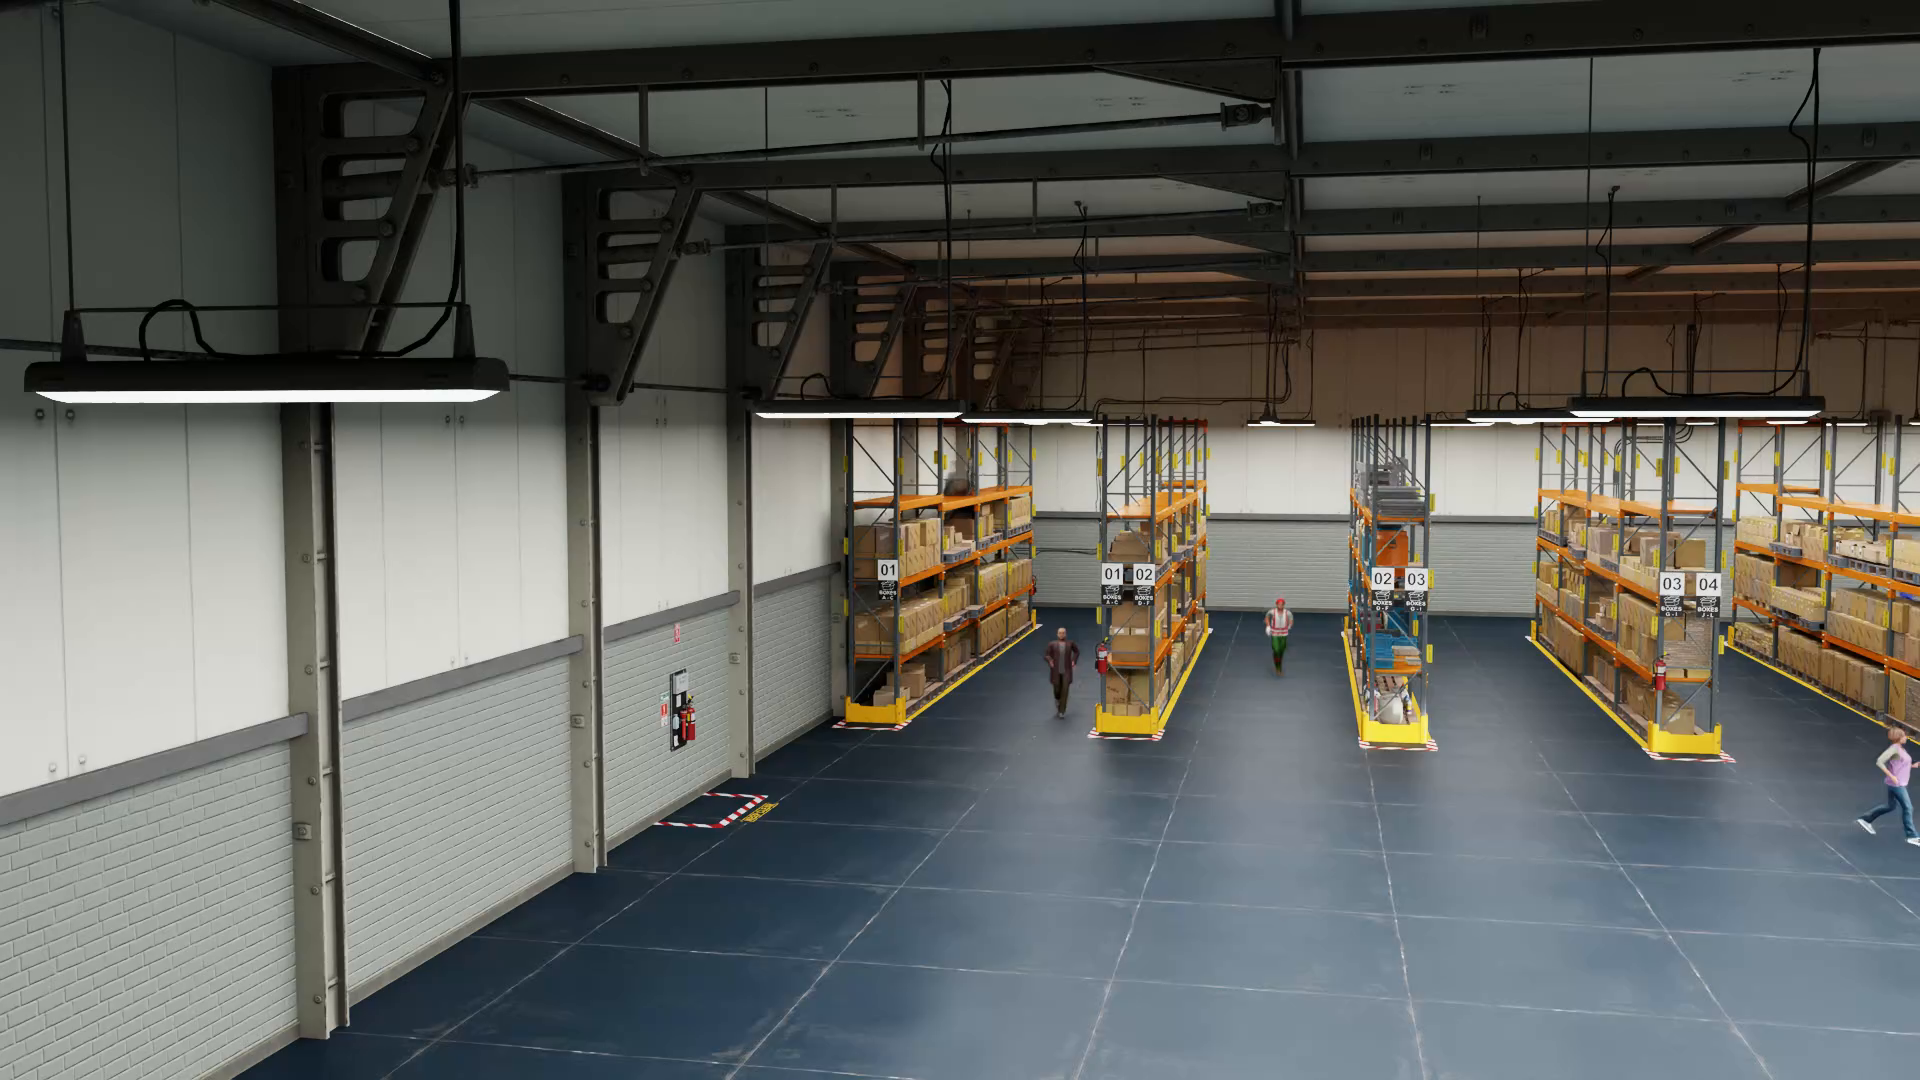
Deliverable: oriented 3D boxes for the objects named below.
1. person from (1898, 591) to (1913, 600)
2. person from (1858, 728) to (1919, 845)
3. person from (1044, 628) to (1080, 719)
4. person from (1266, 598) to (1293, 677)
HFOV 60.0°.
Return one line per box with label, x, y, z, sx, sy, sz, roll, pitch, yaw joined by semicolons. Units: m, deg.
person;25.300;1.963;44.473;0.743;1.636;0.585;1;4;13
person;12.891;3.375;22.921;0.893;1.586;0.536;3;5;34
person;2.036;2.631;33.223;0.709;1.762;0.945;0;4;3
person;7.467;2.241;38.858;0.597;1.803;0.967;0;4;-2
